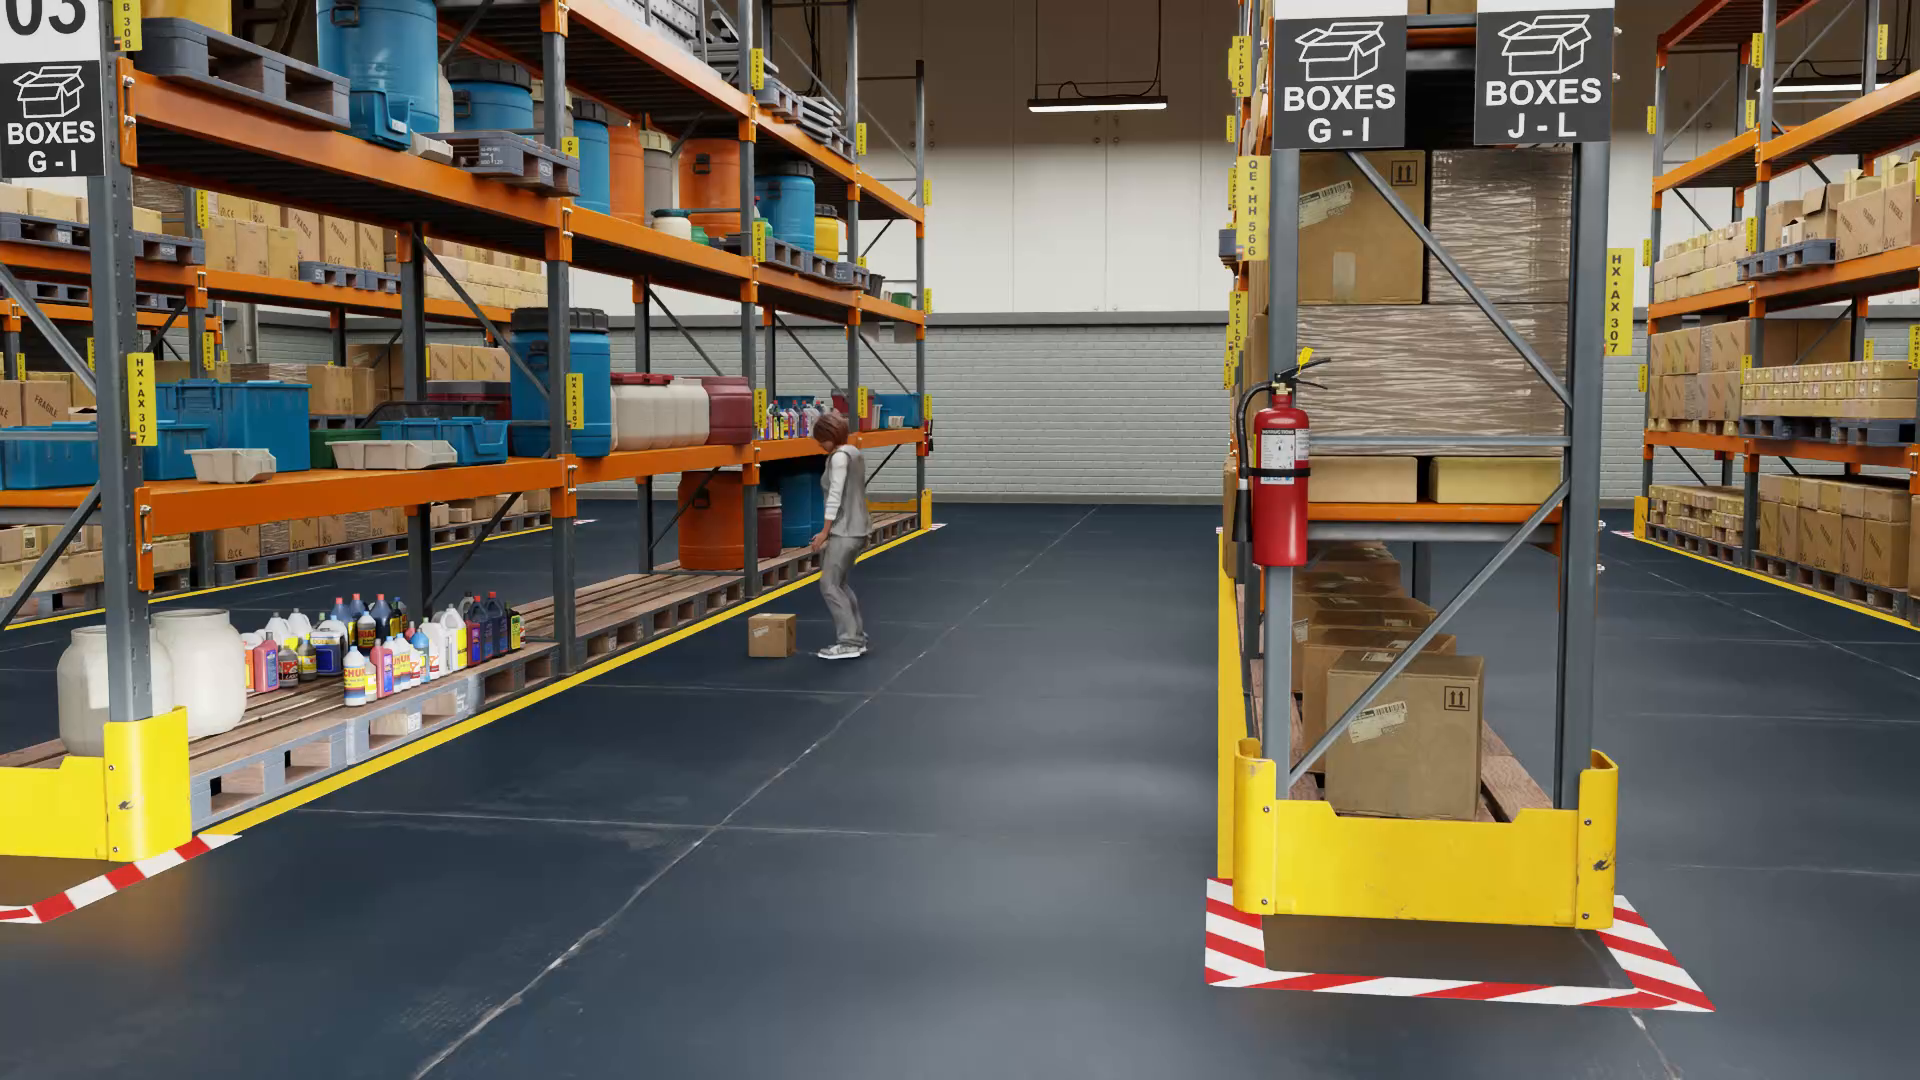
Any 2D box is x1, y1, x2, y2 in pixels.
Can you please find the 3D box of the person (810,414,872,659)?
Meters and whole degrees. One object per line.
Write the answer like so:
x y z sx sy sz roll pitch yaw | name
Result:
-0.755 -0.013 10.646 0.368 1.551 0.423 1 5 10 | person
